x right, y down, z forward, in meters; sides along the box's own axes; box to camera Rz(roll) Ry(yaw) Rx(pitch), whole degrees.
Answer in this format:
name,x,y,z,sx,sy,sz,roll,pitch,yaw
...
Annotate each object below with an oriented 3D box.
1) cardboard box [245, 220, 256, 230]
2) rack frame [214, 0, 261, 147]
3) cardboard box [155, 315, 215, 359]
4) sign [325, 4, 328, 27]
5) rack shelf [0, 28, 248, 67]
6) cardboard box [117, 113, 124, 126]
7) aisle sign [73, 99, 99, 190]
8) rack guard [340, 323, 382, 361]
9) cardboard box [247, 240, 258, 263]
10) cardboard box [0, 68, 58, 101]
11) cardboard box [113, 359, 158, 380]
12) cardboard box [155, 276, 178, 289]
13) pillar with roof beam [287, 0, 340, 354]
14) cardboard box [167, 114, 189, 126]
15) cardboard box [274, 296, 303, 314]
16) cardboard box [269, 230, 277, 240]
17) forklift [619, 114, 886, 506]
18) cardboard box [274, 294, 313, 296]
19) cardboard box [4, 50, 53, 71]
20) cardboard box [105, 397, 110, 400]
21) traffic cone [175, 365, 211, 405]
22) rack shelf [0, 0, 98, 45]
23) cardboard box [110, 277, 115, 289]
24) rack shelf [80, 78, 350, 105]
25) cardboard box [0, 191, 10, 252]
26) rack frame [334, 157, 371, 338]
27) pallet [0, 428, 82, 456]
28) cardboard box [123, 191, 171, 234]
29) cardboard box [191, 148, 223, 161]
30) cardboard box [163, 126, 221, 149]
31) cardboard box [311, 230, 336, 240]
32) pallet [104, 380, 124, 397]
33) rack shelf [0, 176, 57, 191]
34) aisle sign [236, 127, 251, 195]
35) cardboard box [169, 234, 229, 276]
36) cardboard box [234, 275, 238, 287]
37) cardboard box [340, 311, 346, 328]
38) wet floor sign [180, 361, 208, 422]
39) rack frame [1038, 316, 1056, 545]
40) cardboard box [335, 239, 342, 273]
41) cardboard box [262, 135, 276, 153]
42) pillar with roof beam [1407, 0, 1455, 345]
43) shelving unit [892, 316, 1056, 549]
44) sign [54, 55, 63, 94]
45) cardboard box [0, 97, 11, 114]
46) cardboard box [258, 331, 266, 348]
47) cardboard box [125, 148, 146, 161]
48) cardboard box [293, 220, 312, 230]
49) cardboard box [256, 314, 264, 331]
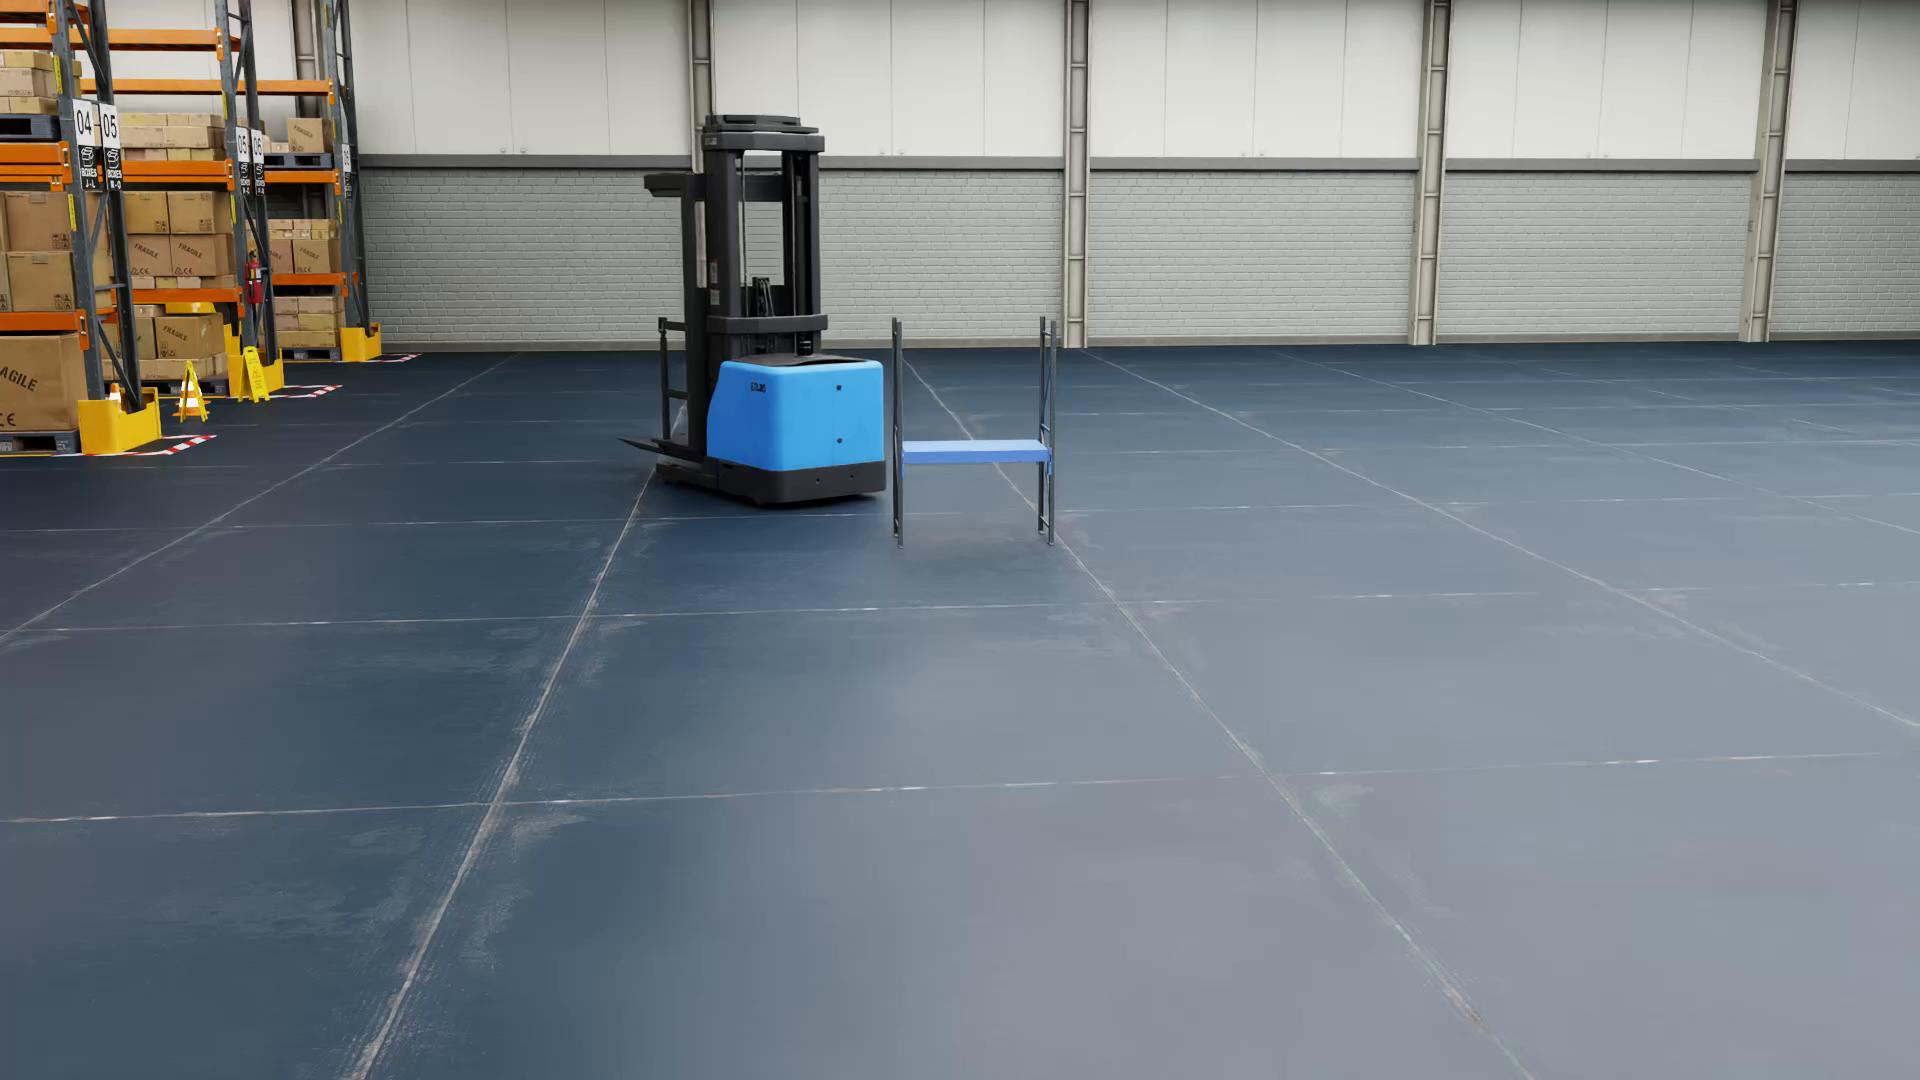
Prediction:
name,x,y,z,sx,sy,sz,roll,pitch,yaw
cardboard box,-10.577,-4.704,24.808,0.250,0.149,0.380,-1,11,-5
rack frame,-8.703,-6.270,19.932,0.127,3.000,1.000,-1,11,-6
cardboard box,-9.471,-2.484,20.324,0.500,0.500,0.500,-1,11,-6
sign,-9.198,-7.615,24.146,0.005,0.325,0.100,-1,11,-6
rack shelf,-10.691,-5.874,19.790,4.000,0.370,1.077,-1,11,-6
cardboard box,-10.021,-4.996,19.815,0.250,0.149,0.380,-1,11,-6
aisle sign,-7.965,-3.599,15.157,0.004,0.787,0.394,-1,11,-6
rack guard,-9.218,-3.052,25.596,0.348,0.500,1.175,-1,11,-6
cardboard box,-10.729,-4.247,24.934,0.500,0.500,0.500,-1,11,-7
cardboard box,-8.524,-4.115,15.015,0.500,0.250,0.500,-1,11,-5
cardboard box,-9.993,-2.105,20.341,0.500,0.250,0.500,-1,11,-6
cardboard box,-9.548,-3.126,20.146,0.250,0.149,0.380,-1,11,-7
pillar with roof beam,-9.567,-6.554,21.380,0.400,9.000,9.100,-1,11,-6
cardboard box,-9.268,-5.004,19.856,0.250,0.149,0.380,-1,11,-5
cardboard box,-10.173,-3.544,25.068,0.500,0.250,0.500,-1,11,-5
cardboard box,-10.320,-4.577,24.931,0.250,0.149,0.380,-1,11,-6
forklift,-1.862,-1.930,13.585,1.130,2.935,3.031,-8,14,-36
cardboard box,-10.237,-3.641,25.558,0.500,0.250,0.500,-1,11,-6
cardboard box,-8.366,-4.302,14.934,0.250,0.149,0.380,-1,11,-6
cardboard box,-9.787,-1.513,18.677,0.250,0.149,0.380,5,12,23
traffic cone,-8.991,-1.825,19.452,0.334,0.463,0.336,-1,11,-6
rack shelf,-10.056,-4.732,15.011,4.000,0.370,1.077,-1,11,-6
cardboard box,-10.315,-3.114,20.083,0.250,0.149,0.380,-1,11,-7
rack shelf,-11.231,-6.631,24.670,4.000,0.370,1.077,-1,11,-6
cardboard box,-8.977,-2.953,15.425,0.550,0.550,0.875,-1,11,-6
rack frame,-9.242,-4.278,25.353,0.127,3.000,1.000,-1,11,-6
pallet,-8.854,-0.979,15.801,1.213,0.211,1.003,-1,11,-6
cardboard box,-9.691,-3.950,20.063,0.500,0.500,0.700,-1,11,-6
cardboard box,-9.027,-4.614,19.935,0.250,0.149,0.380,-1,11,-6
cardboard box,-9.182,-4.808,19.891,0.500,0.250,0.500,-1,11,-7
cardboard box,-9.557,-4.584,24.970,0.250,0.149,0.380,-1,11,-5
pallet,-10.800,-1.921,20.594,1.213,0.211,1.003,-1,11,-6
rack shelf,-15.207,-5.272,24.497,4.000,0.370,1.077,-1,11,-6
aisle sign,-8.610,-4.547,19.984,0.004,0.787,0.394,-1,11,-6
cardboard box,-9.212,-3.457,20.147,0.500,0.500,0.500,-1,11,-7
cardboard box,-9.063,-3.236,20.701,0.250,0.149,0.380,-1,11,-6
cardboard box,-9.732,-3.410,25.682,0.500,0.250,0.500,-1,11,-5
wet floor sign,-8.253,-1.604,17.855,0.232,0.644,0.267,-3,12,-16
rack frame,0.590,-0.748,11.286,0.032,1.500,0.500,-1,11,-6
cardboard box,-9.765,-4.370,25.562,0.500,0.500,0.500,-1,11,-4
cardboard box,-10.285,-5.858,24.615,0.258,0.266,0.396,-1,11,-6
pillar with roof beam,8.328,-6.929,23.287,0.400,9.000,9.100,-1,11,-6
shelving unit,0.085,-0.738,11.232,1.048,1.500,0.538,-1,11,-6
sign,-8.023,-4.142,14.795,0.005,0.325,0.100,-1,11,-6
cardboard box,-8.612,-3.906,14.986,0.250,0.149,0.380,-1,11,-6
cardboard box,-10.669,-3.047,25.132,0.500,0.250,0.500,-1,11,-5
cardboard box,-9.798,-4.611,19.920,0.250,0.149,0.380,-1,11,-6
cardboard box,-9.818,-4.732,24.952,0.250,0.149,0.380,-1,11,-6
cardboard box,-10.703,-3.287,25.055,0.500,0.250,0.500,-1,11,-7
